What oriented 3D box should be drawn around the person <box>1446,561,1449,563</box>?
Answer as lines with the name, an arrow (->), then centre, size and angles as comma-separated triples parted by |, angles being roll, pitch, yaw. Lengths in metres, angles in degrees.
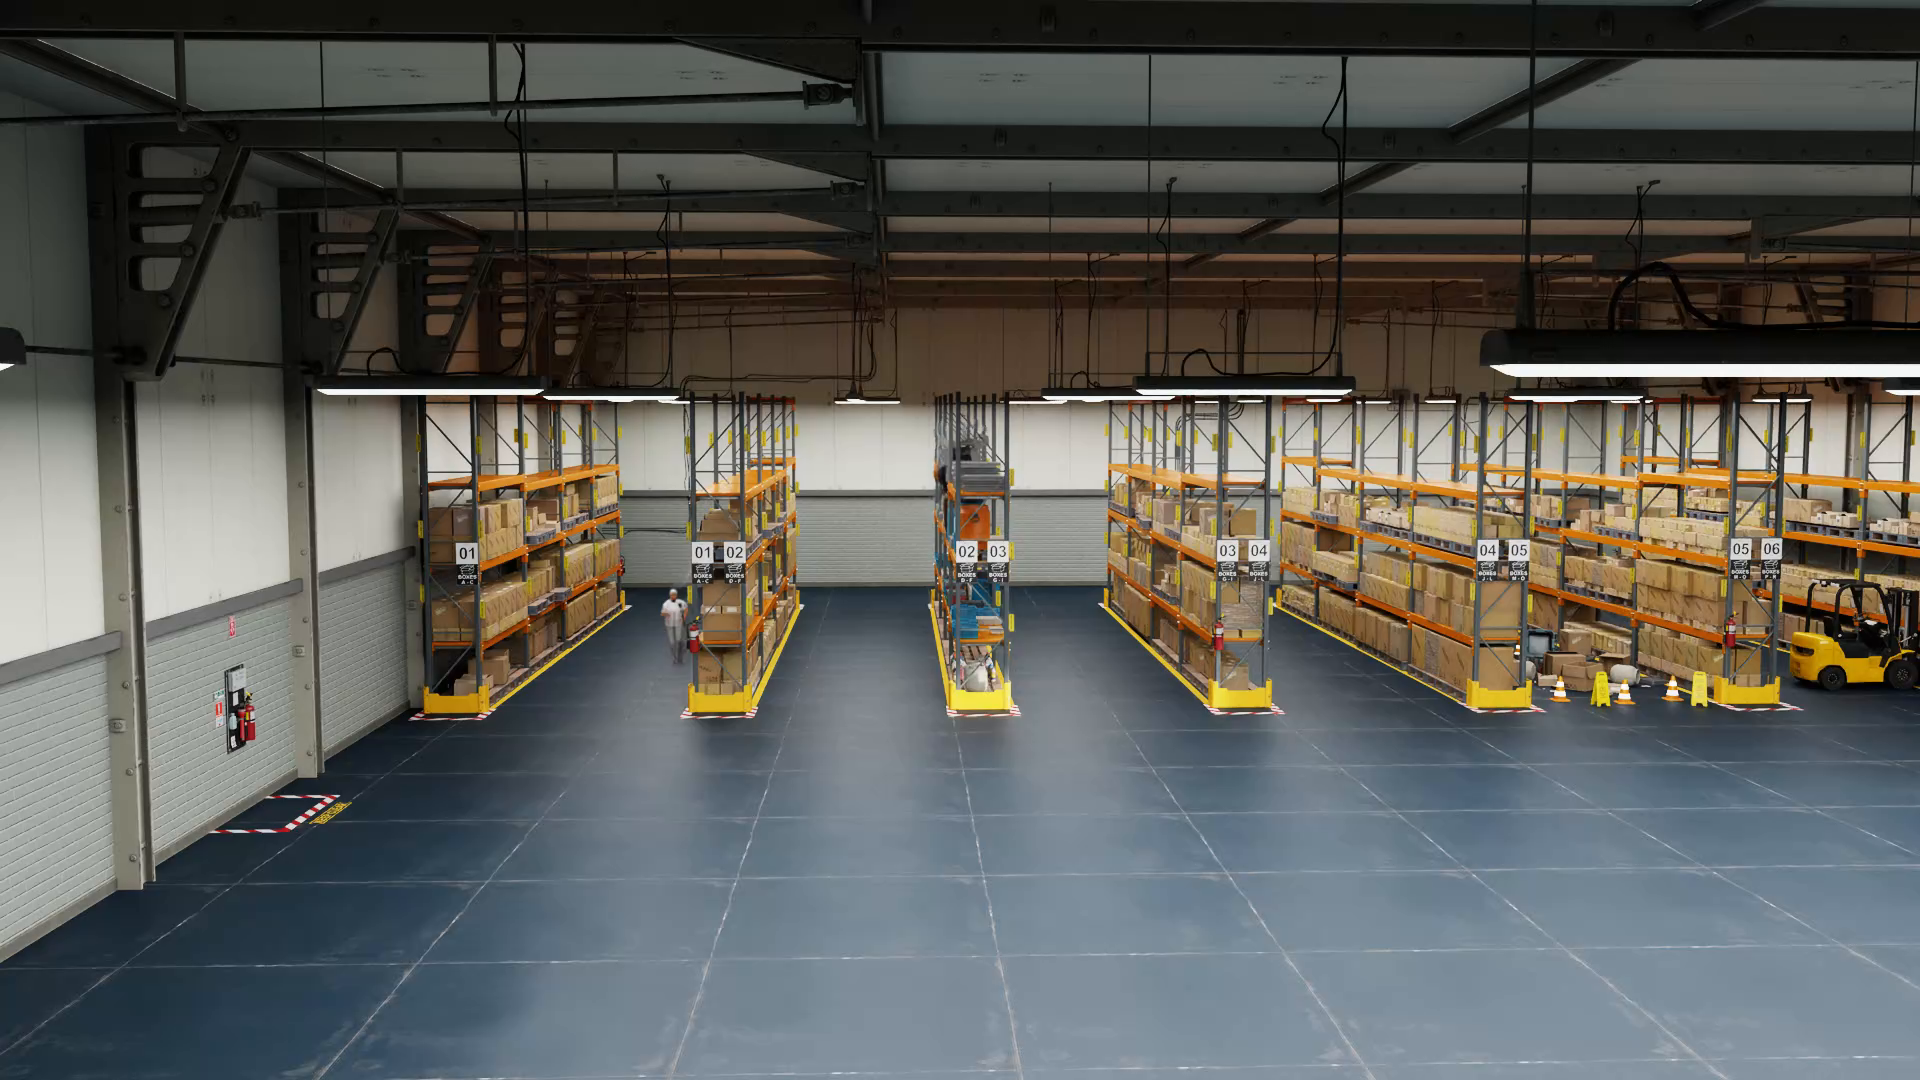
person -> 14.543, 0.877, 49.409 | 0.937, 1.716, 0.694 | 3, 6, 37

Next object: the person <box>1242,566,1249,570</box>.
person -> 7.993, 1.209, 45.178 | 0.665, 1.842, 0.801 | 0, 5, -5

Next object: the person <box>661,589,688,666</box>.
person -> -6.349, 1.932, 36.966 | 0.583, 1.694, 0.723 | 0, 5, -4
